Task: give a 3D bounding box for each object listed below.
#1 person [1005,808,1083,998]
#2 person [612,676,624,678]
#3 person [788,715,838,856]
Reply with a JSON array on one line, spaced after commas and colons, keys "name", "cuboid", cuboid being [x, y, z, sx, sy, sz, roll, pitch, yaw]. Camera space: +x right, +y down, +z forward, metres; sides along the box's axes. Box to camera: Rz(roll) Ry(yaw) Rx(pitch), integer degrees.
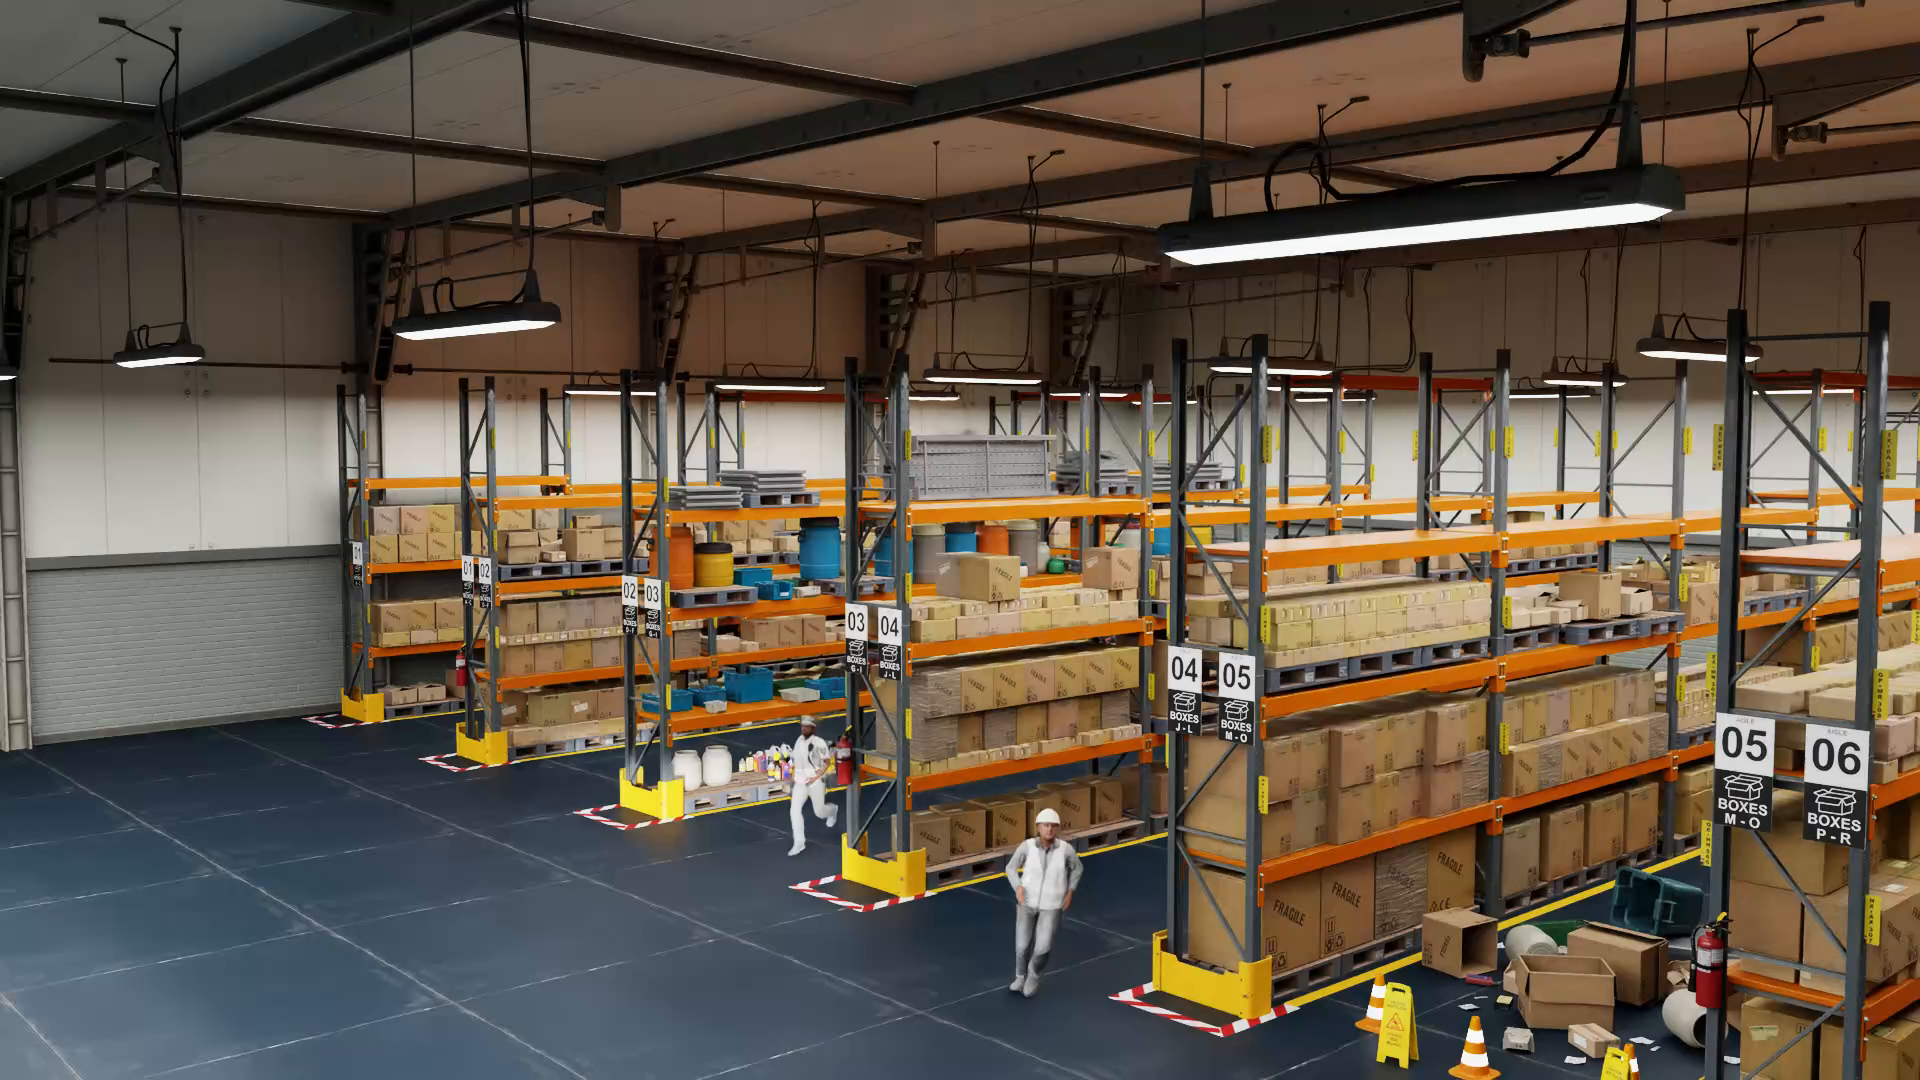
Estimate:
[{"name": "person", "cuboid": [0.758, 3.298, 15.112, 0.688, 1.724, 0.615, 1, 4, 10]}, {"name": "person", "cuboid": [-6.068, 2.370, 30.211, 0.601, 1.624, 0.707, 3, 5, 38]}, {"name": "person", "cuboid": [-1.844, 3.006, 20.637, 0.556, 1.682, 0.978, 2, 4, 23]}]
